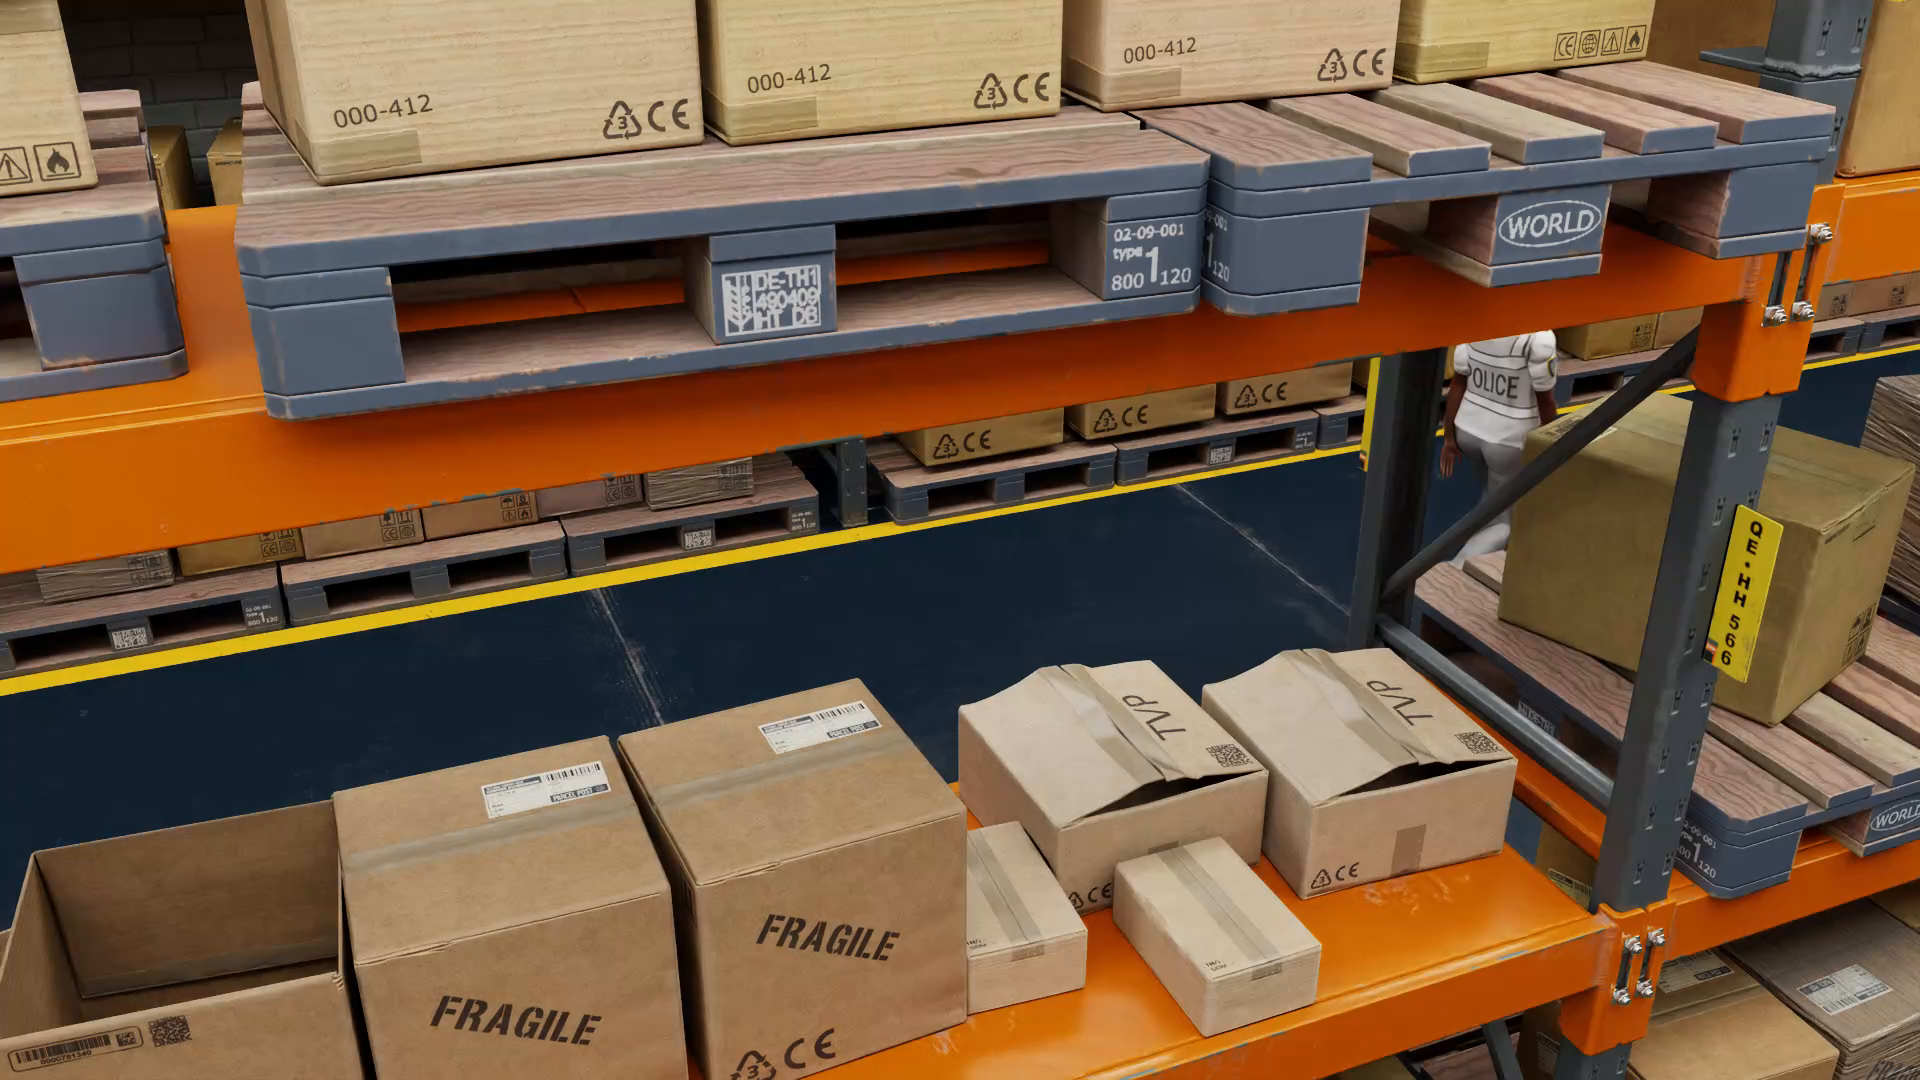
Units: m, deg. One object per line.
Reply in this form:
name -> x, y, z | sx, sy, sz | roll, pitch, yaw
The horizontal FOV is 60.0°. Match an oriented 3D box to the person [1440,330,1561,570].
person -> 2.226, -0.436, 6.941 | 0.835, 1.651, 0.439 | -17, 31, -30
